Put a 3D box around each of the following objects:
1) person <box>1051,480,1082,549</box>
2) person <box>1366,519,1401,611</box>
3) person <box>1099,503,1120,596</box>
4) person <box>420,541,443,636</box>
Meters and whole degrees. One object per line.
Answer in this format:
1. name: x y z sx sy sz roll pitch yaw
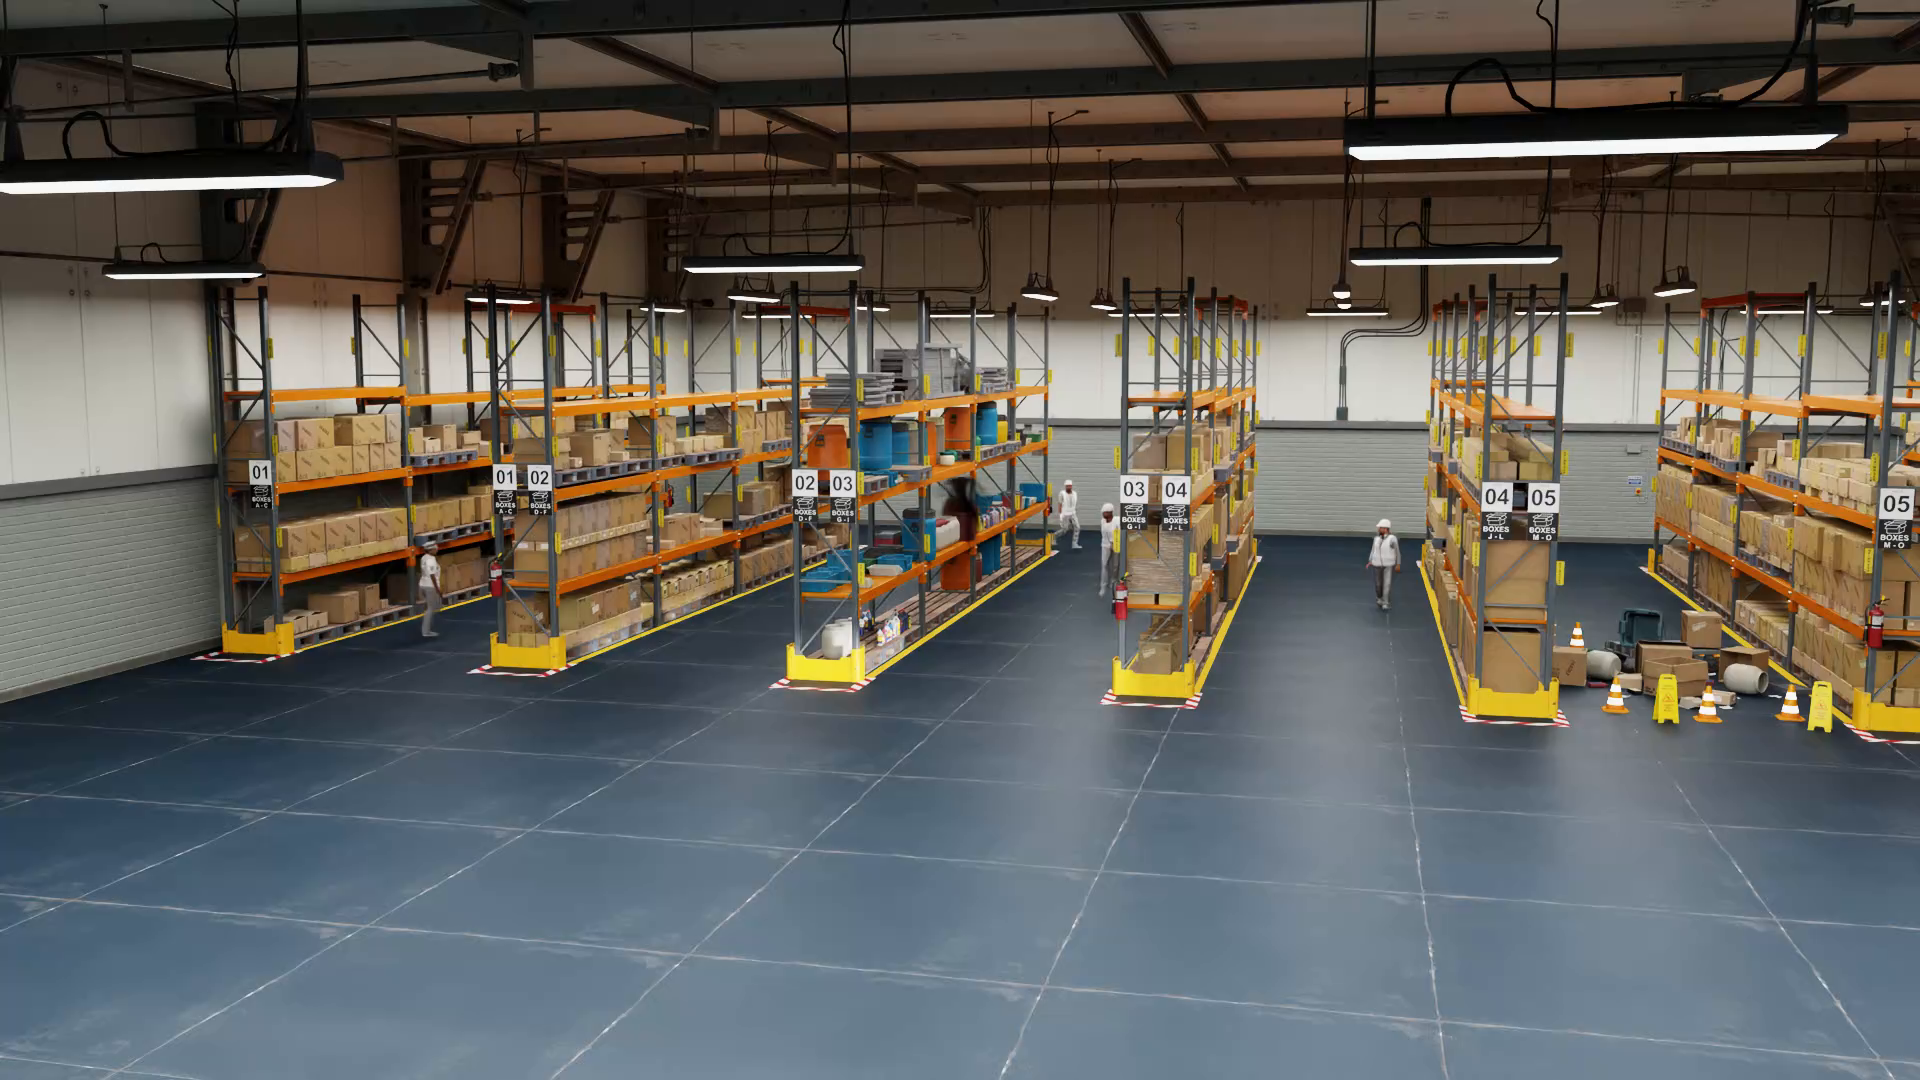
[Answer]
1. person: 2.669 -0.649 41.569 0.881 1.732 0.624 6 9 40
2. person: 8.150 0.472 31.980 0.644 1.739 1.003 2 7 19
3. person: 2.971 0.158 32.318 0.515 1.753 0.976 2 7 13
4. person: -9.172 0.858 28.907 0.463 1.713 0.475 -6 9 -44
